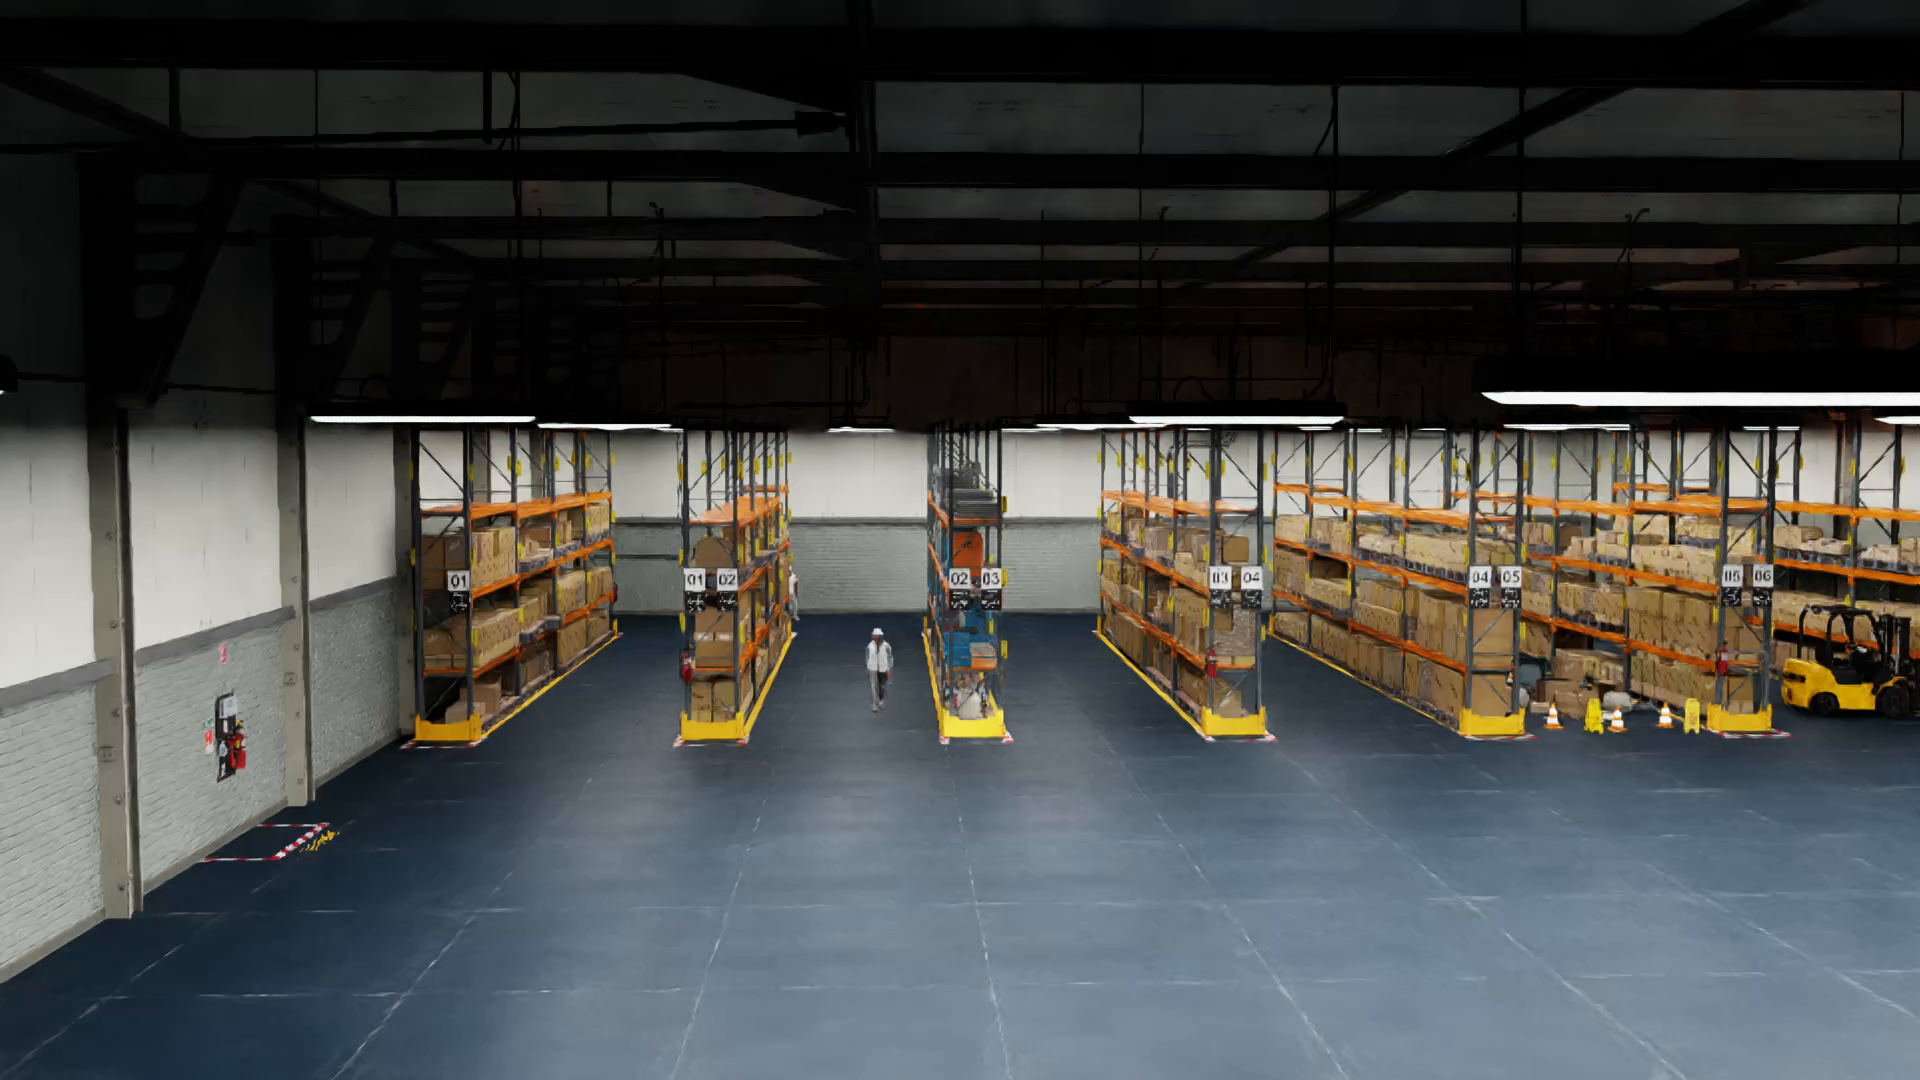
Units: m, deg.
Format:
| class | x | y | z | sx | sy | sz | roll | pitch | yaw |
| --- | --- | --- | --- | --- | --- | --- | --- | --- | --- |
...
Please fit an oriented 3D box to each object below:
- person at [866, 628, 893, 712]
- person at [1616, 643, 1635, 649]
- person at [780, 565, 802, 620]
| class | x | y | z | sx | sy | sz | roll | pitch | yaw |
| --- | --- | --- | --- | --- | --- | --- | --- | --- | --- |
| person | -1.662 | 2.663 | 34.348 | 0.553 | 1.725 | 1.030 | 0 | 4 | -4 |
| person | 17.779 | 2.076 | 44.317 | 0.508 | 1.592 | 0.515 | 1 | 4 | 16 |
| person | -5.283 | 1.606 | 50.978 | 0.708 | 1.703 | 0.843 | -1 | 4 | -19 |
